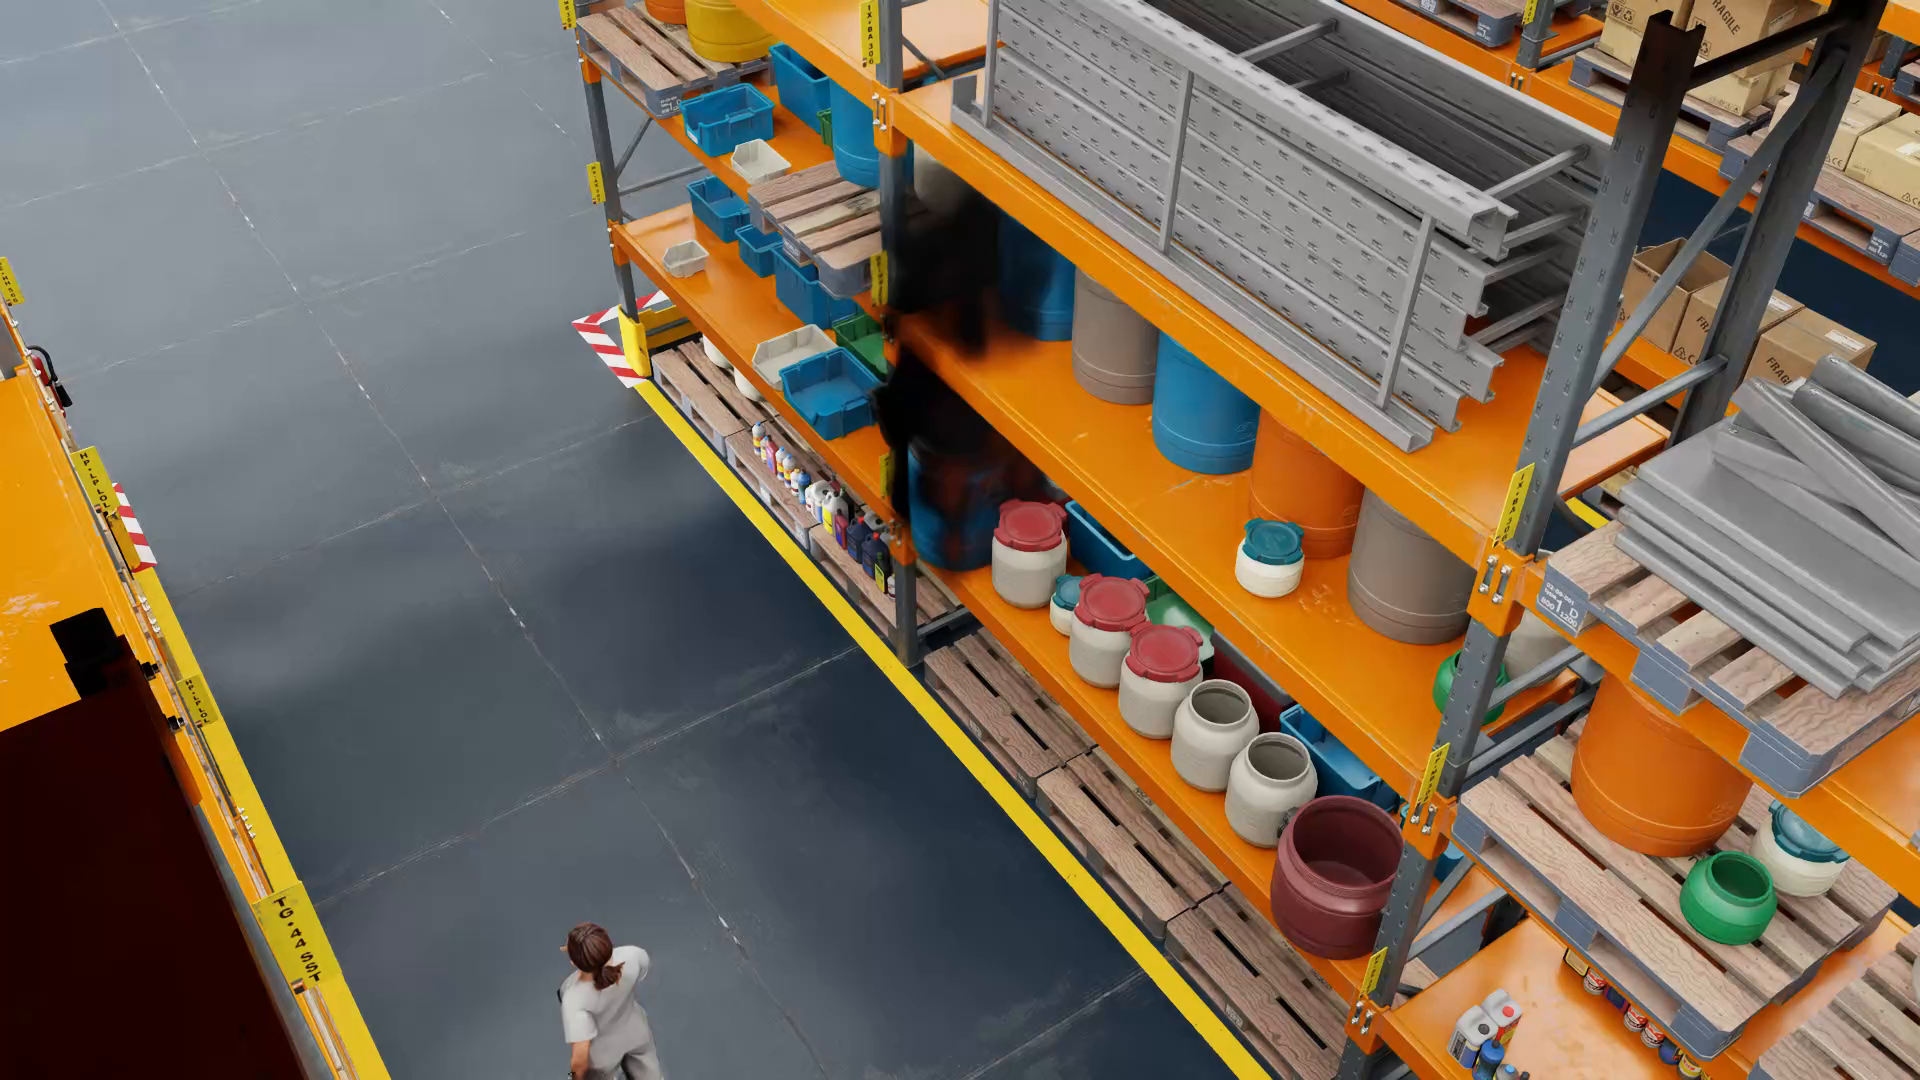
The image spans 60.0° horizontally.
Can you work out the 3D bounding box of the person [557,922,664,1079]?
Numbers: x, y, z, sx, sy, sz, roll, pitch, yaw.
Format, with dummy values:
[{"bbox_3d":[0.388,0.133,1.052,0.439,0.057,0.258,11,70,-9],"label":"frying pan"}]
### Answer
[{"bbox_3d":[-1.562,2.307,7.574,0.566,1.737,0.776,-31,51,-29],"label":"person"}]
